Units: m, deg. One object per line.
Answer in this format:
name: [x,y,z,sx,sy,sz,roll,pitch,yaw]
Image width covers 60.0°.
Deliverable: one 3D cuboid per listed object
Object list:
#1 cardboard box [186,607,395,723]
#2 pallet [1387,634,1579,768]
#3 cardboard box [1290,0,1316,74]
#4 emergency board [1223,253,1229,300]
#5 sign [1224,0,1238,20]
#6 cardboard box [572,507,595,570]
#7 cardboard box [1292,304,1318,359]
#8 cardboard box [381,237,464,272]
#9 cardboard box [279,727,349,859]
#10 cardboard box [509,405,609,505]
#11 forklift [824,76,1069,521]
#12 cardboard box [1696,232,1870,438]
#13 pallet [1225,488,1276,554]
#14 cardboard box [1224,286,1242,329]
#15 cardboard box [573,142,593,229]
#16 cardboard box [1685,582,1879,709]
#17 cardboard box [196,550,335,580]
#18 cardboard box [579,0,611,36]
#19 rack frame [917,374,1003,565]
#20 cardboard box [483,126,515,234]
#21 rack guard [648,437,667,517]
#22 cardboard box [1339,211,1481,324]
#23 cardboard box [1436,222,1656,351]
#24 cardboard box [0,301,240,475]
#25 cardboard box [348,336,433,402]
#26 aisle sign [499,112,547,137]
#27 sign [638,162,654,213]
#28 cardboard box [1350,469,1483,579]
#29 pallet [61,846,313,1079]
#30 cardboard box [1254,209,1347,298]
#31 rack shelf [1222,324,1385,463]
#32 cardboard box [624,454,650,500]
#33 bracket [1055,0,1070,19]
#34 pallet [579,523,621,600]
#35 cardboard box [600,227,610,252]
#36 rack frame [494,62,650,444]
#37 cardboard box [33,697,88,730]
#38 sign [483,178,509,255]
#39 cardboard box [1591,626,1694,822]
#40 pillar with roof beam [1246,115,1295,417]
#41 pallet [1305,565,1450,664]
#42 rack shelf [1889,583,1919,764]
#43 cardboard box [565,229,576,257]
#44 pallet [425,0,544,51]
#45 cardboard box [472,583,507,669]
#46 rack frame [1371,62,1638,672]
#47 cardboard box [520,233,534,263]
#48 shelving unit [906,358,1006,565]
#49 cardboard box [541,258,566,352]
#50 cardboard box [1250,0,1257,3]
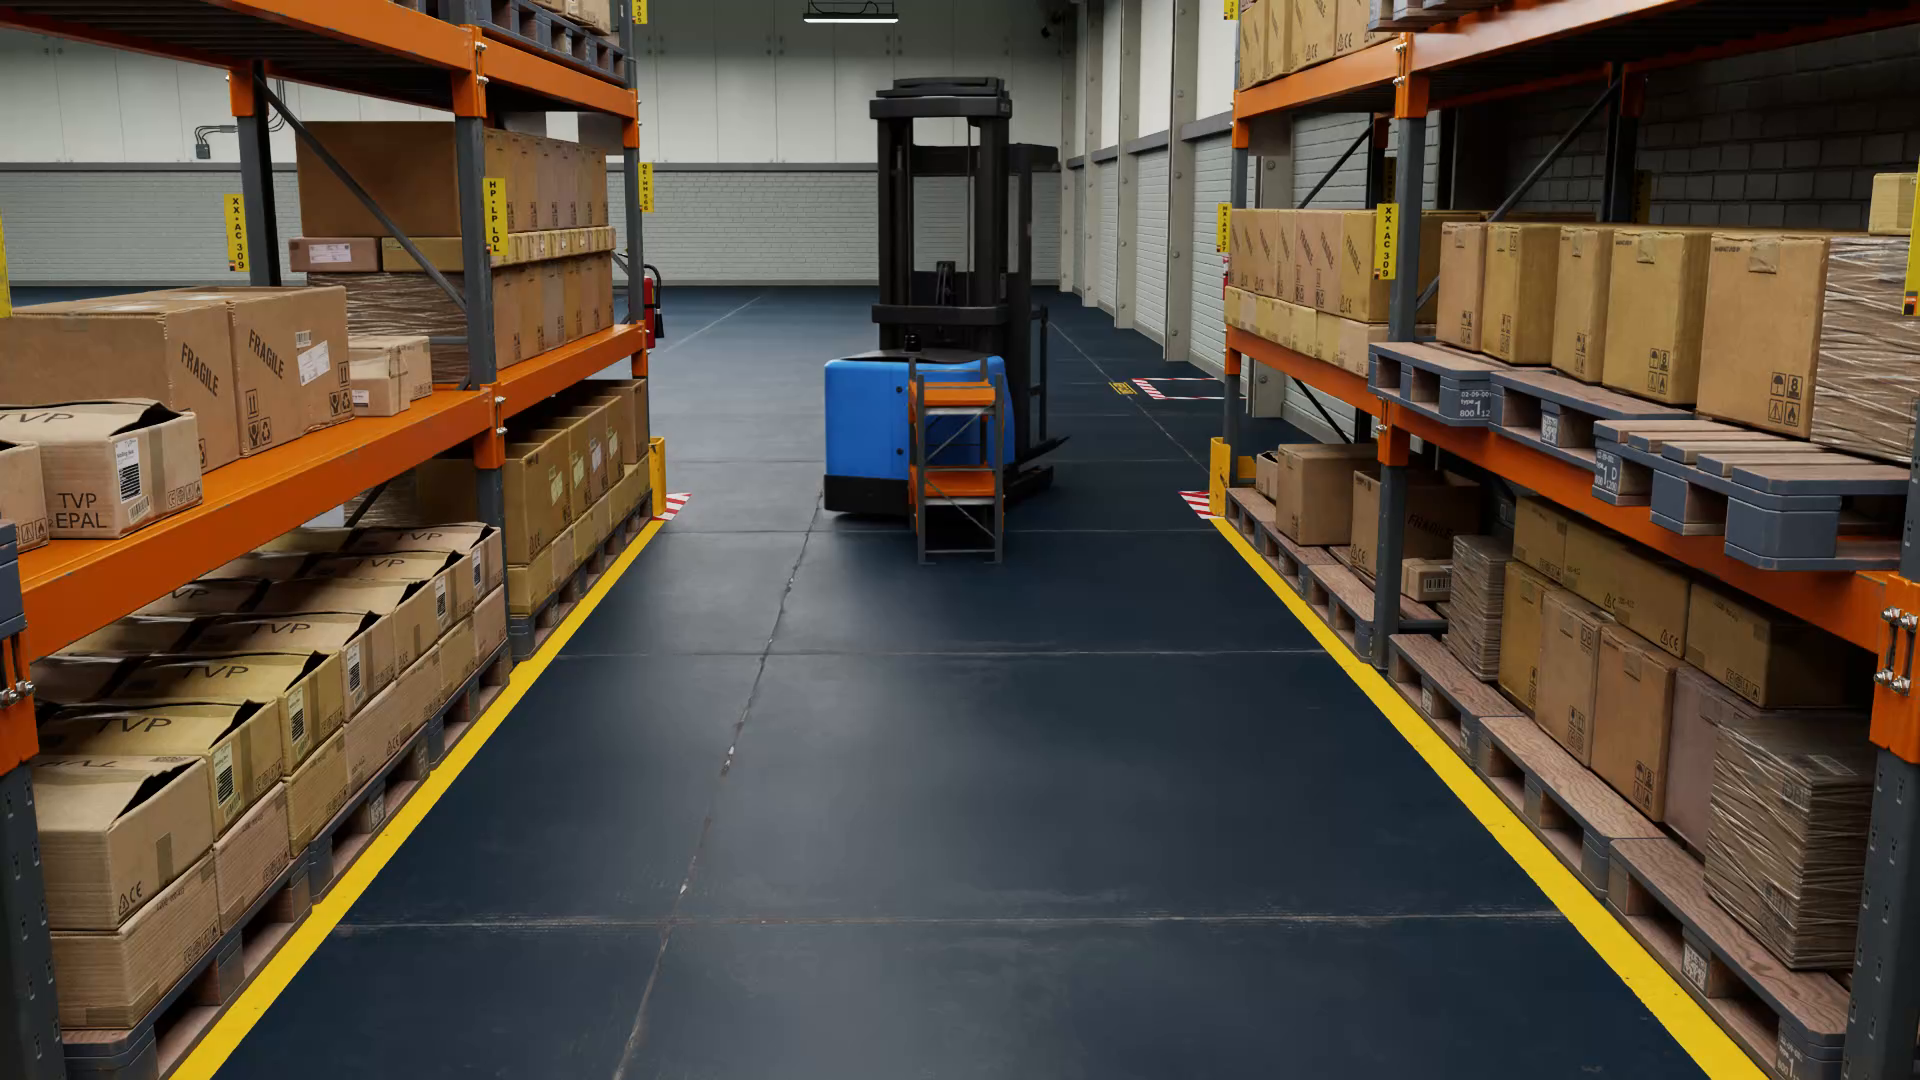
cardboard box: [-2.220,0.388,5.550,0.500,0.311,0.500,0,11,-2]
pallet: [2.423,0.640,6.875,1.003,0.211,1.213,0,11,-1]
cardboard box: [2.102,-2.822,9.077,0.500,0.500,0.500,0,11,2]
emergency board: [3.065,-3.225,18.912,0.194,1.169,0.643,0,11,-1]
sign: [1.780,-3.573,10.883,0.100,0.325,0.005,0,11,-1]
cardboard box: [-2.264,-0.011,8.929,0.500,0.250,0.500,0,11,-1]
cardboard box: [2.065,-1.110,8.812,0.500,0.250,0.500,0,11,-1]
cardboard box: [-2.359,-1.282,7.449,0.380,0.149,0.250,0,11,-1]
cardboard box: [-2.210,0.768,5.090,0.500,0.250,0.500,-1,11,-3]
cardboard box: [-2.277,-0.478,9.344,0.500,0.500,0.500,0,11,-1]
forklift: [0.063,-1.815,12.132,1.130,2.935,3.031,4,12,20]
cardboard box: [2.430,-0.555,4.395,0.700,0.500,0.500,-1,12,-7]
pallet: [2.306,-0.133,10.686,1.003,0.211,1.213,0,11,-1]
cardboard box: [2.015,-1.515,10.808,0.500,0.250,0.500,-1,11,-3]
cardboard box: [-2.615,-2.133,10.012,0.700,0.500,0.500,-1,11,-3]
cardboard box: [2.472,0.299,4.835,0.500,0.250,0.500,0,11,0]
cardboard box: [-2.782,0.189,6.532,0.500,0.311,0.500,0,11,-2]
cardboard box: [-2.342,-3.099,9.714,0.500,0.250,0.500,0,11,-1]
rack frame: [-0.001,-0.409,9.745,0.500,1.125,0.032,-1,11,-4]
cardboard box: [-2.574,-1.734,8.047,0.700,0.500,0.500,0,11,-1]
rack guard: [-2.630,-0.435,11.448,1.175,0.500,0.348,0,11,-1]
cardboard box: [2.087,-1.278,7.756,0.500,0.500,0.500,0,11,-1]
cardboard box: [2.382,-1.045,6.807,0.700,0.500,0.500,0,11,-1]
cardboard box: [-2.515,-0.448,4.971,0.500,0.500,0.500,-1,11,-4]
cardboard box: [-2.493,-0.689,6.790,0.500,0.250,0.500,0,11,2]
aisle sign: [-2.937,-2.941,10.975,0.394,0.787,0.004,0,11,-1]
sign: [-2.087,-2.339,11.034,0.100,0.325,0.005,0,11,-1]
cardboard box: [2.344,-0.078,8.581,0.500,0.500,0.500,-1,12,-5]
pallet: [-2.442,1.137,4.422,1.003,0.211,1.213,0,11,-1]
cardboard box: [2.037,-1.683,9.753,0.500,0.500,0.500,-1,11,-3]
rack shelf: [2.364,-0.927,9.392,1.077,0.370,4.000,0,11,-1]
cardboard box: [-2.323,-0.409,10.888,0.500,0.250,0.500,0,11,-1]
bracket: [2.289,-11.613,36.113,0.076,0.066,4.783,0,11,-1]
pallet: [-2.550,0.105,9.512,1.003,0.211,1.213,0,11,-1]
cardboard box: [-2.425,-1.895,10.474,0.380,0.149,0.250,0,11,0]
rack frame: [-2.630,-1.656,11.176,1.000,3.000,0.127,0,11,-1]
cardboard box: [-2.739,0.595,4.530,0.500,0.311,0.500,0,11,-2]
sign: [-2.005,-1.393,7.170,0.100,0.325,0.005,0,11,-1]
cardboard box: [2.488,0.579,5.344,0.700,0.500,0.500,0,11,-1]
pillar with roof beam: [-1.226,-5.656,15.807,9.100,9.000,0.400,0,11,-1]
pallet: [2.356,0.352,8.295,1.003,0.211,1.213,0,11,-1]
rack shelf: [2.529,0.664,1.553,1.077,0.370,4.000,0,11,-1]
cardboard box: [-2.403,-1.690,9.462,0.380,0.149,0.250,0,11,0]
pallet: [-2.591,-2.457,7.802,1.003,0.211,1.213,0,11,-1]
cardboard box: [-2.249,0.362,7.088,0.500,0.250,0.500,0,11,-2]
rack frame: [2.406,-0.882,7.360,1.000,3.000,0.127,0,11,-1]
cardboard box: [-2.381,-1.485,8.450,0.380,0.149,0.250,-1,11,-3]
shelving unit: [-0.038,-0.510,10.242,0.538,1.125,1.048,-1,11,-4]
cardboard box: [-2.598,-1.304,9.191,0.700,0.500,0.500,0,11,1]
cardboard box: [2.048,-3.518,9.995,0.500,0.500,0.500,0,11,-2]
